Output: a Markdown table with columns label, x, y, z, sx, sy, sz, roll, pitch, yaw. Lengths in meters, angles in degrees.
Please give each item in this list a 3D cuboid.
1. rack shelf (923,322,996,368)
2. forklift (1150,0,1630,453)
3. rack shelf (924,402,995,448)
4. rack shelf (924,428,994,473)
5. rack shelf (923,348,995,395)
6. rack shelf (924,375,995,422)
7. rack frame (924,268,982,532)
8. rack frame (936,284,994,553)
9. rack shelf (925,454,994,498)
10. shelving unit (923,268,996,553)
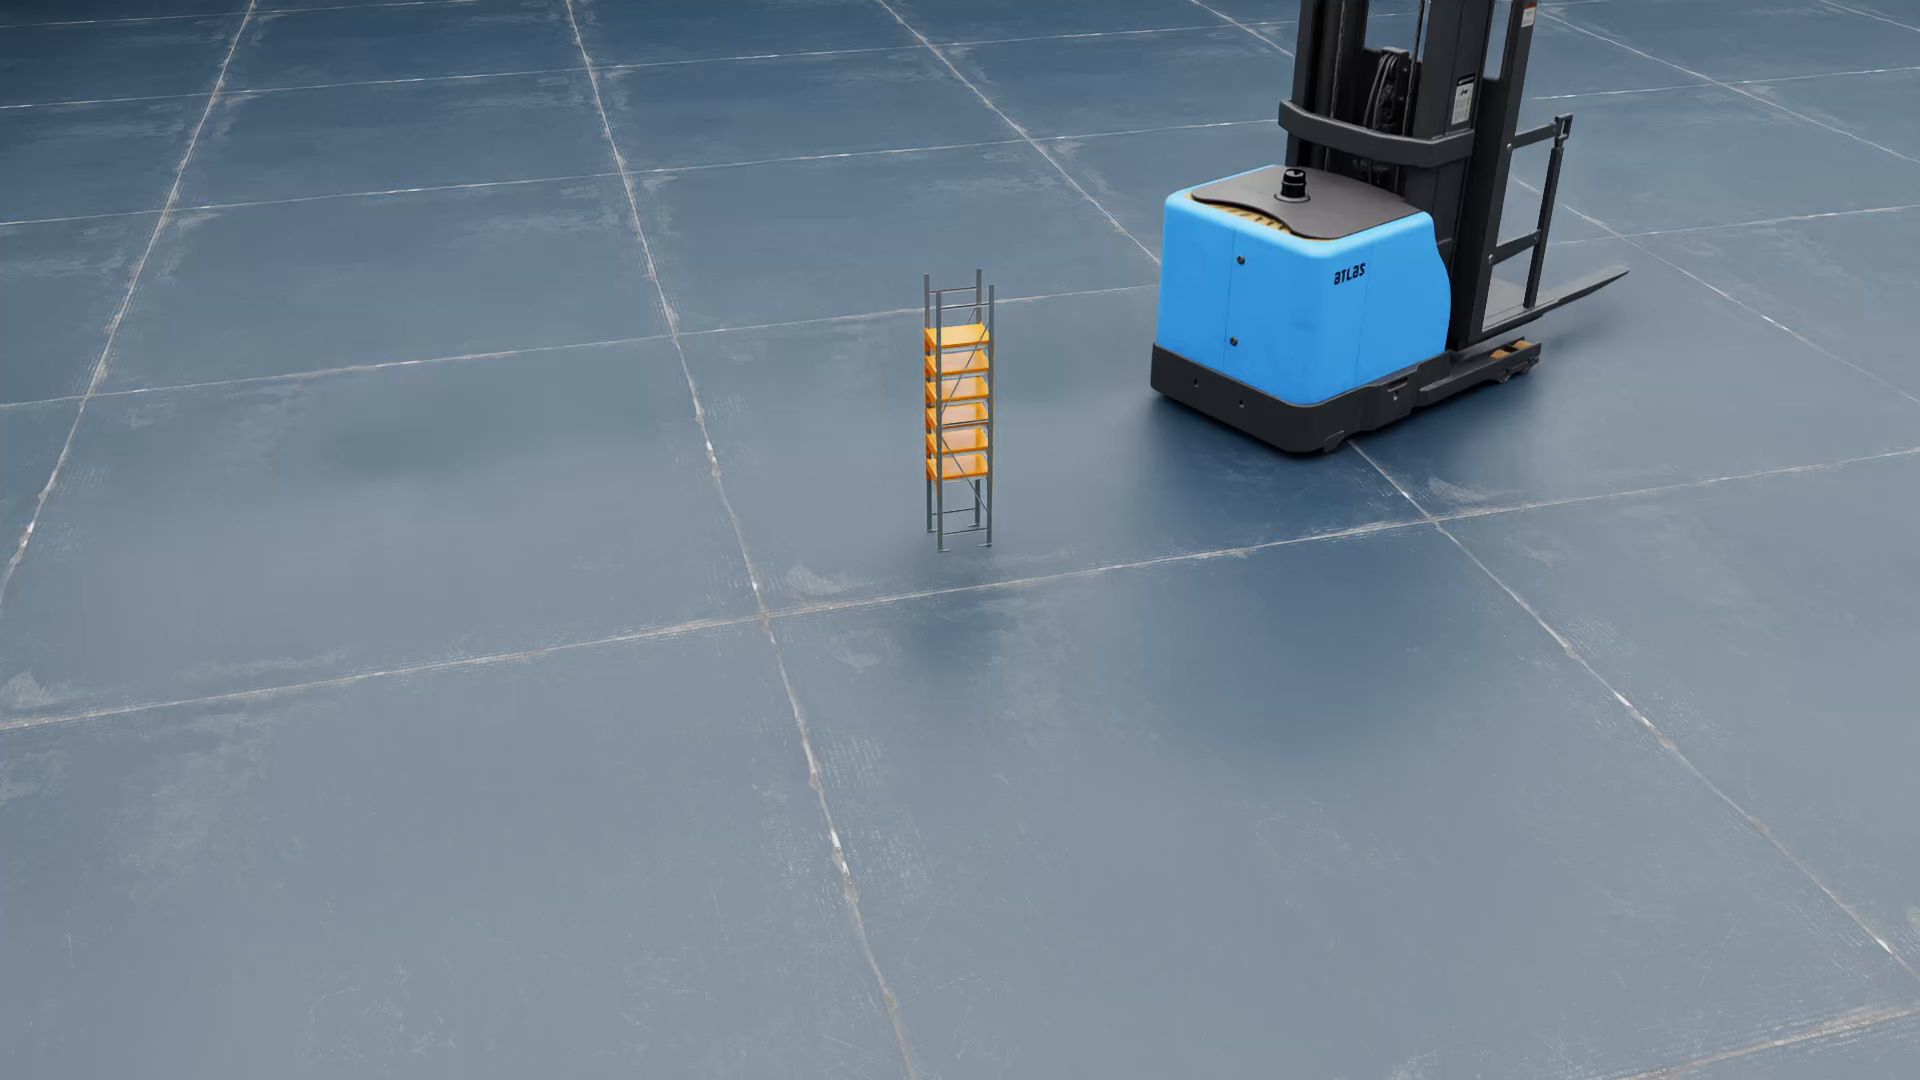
| label | x | y | z | sx | sy | sz | roll | pitch | yaw |
| --- | --- | --- | --- | --- | --- | --- | --- | --- | --- |
| rack shelf | -0.004 | -0.799 | 6.803 | 0.258 | 0.103 | 0.180 | -8 | 31 | -13 |
| forklift | 2.433 | -2.275 | 8.254 | 3.031 | 2.935 | 1.130 | -22 | 37 | -33 |
| rack shelf | -0.004 | -0.488 | 6.984 | 0.258 | 0.103 | 0.180 | -8 | 31 | -13 |
| rack shelf | -0.004 | -0.384 | 7.044 | 0.258 | 0.103 | 0.180 | -8 | 31 | -13 |
| rack shelf | -0.004 | -0.696 | 6.864 | 0.258 | 0.103 | 0.180 | -8 | 31 | -13 |
| rack shelf | -0.004 | -0.592 | 6.924 | 0.258 | 0.103 | 0.180 | -8 | 31 | -13 |
| rack frame | -0.028 | -0.570 | 7.038 | 0.240 | 1.200 | 0.006 | -8 | 31 | -13 |
| rack frame | 0.020 | -0.482 | 6.885 | 0.240 | 1.200 | 0.006 | -8 | 31 | -13 |
| rack shelf | -0.004 | -0.280 | 7.104 | 0.258 | 0.103 | 0.180 | -8 | 31 | -13 |
| shelving unit | -0.004 | -0.526 | 6.962 | 0.258 | 1.200 | 0.189 | -8 | 31 | -13 |
